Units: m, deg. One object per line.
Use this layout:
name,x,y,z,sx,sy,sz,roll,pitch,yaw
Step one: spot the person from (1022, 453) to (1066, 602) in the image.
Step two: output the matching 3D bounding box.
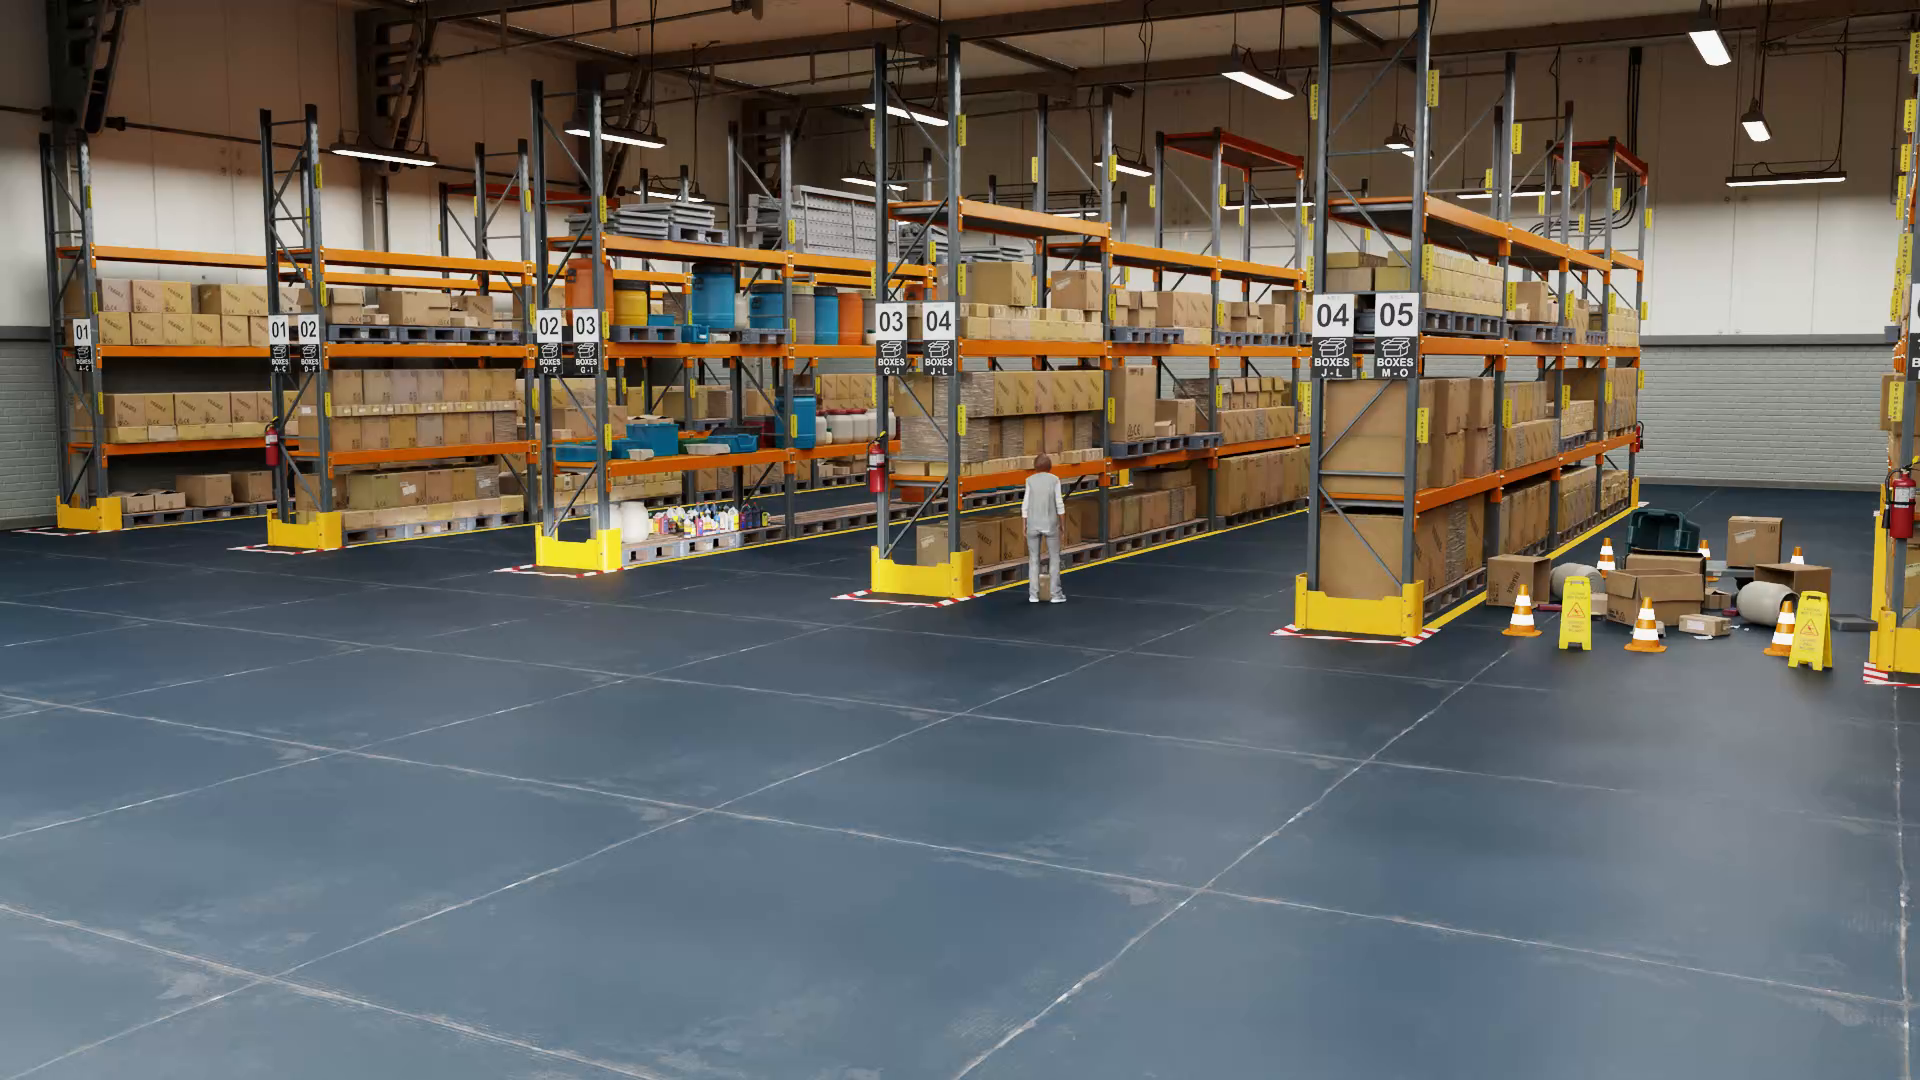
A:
person,0.894,-0.126,17.738,0.465,1.592,0.346,1,6,12
